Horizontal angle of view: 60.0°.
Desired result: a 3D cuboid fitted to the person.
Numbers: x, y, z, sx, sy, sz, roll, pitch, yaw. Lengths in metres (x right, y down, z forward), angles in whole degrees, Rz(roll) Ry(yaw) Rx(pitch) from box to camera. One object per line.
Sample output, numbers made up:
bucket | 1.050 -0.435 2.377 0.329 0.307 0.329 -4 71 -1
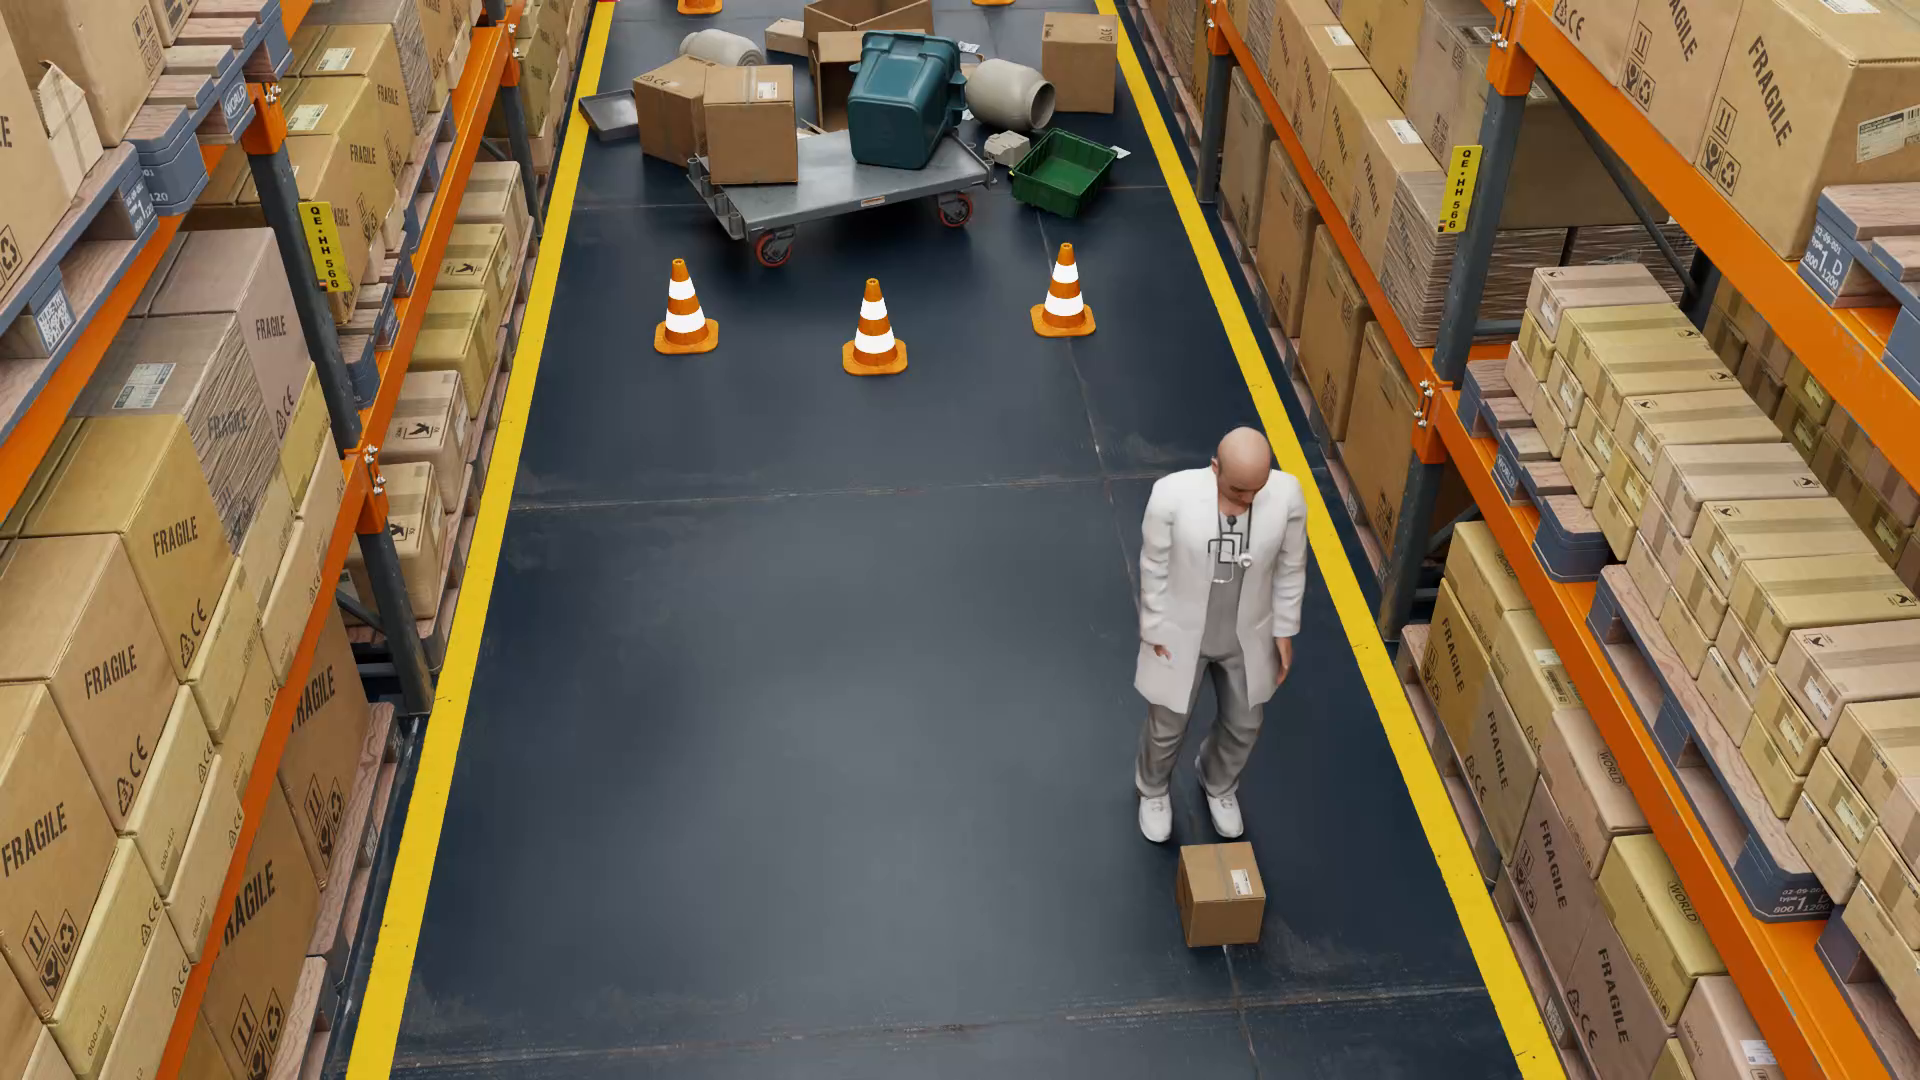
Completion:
person | 0.893 0.331 5.773 0.572 1.761 0.378 -2 39 -3
